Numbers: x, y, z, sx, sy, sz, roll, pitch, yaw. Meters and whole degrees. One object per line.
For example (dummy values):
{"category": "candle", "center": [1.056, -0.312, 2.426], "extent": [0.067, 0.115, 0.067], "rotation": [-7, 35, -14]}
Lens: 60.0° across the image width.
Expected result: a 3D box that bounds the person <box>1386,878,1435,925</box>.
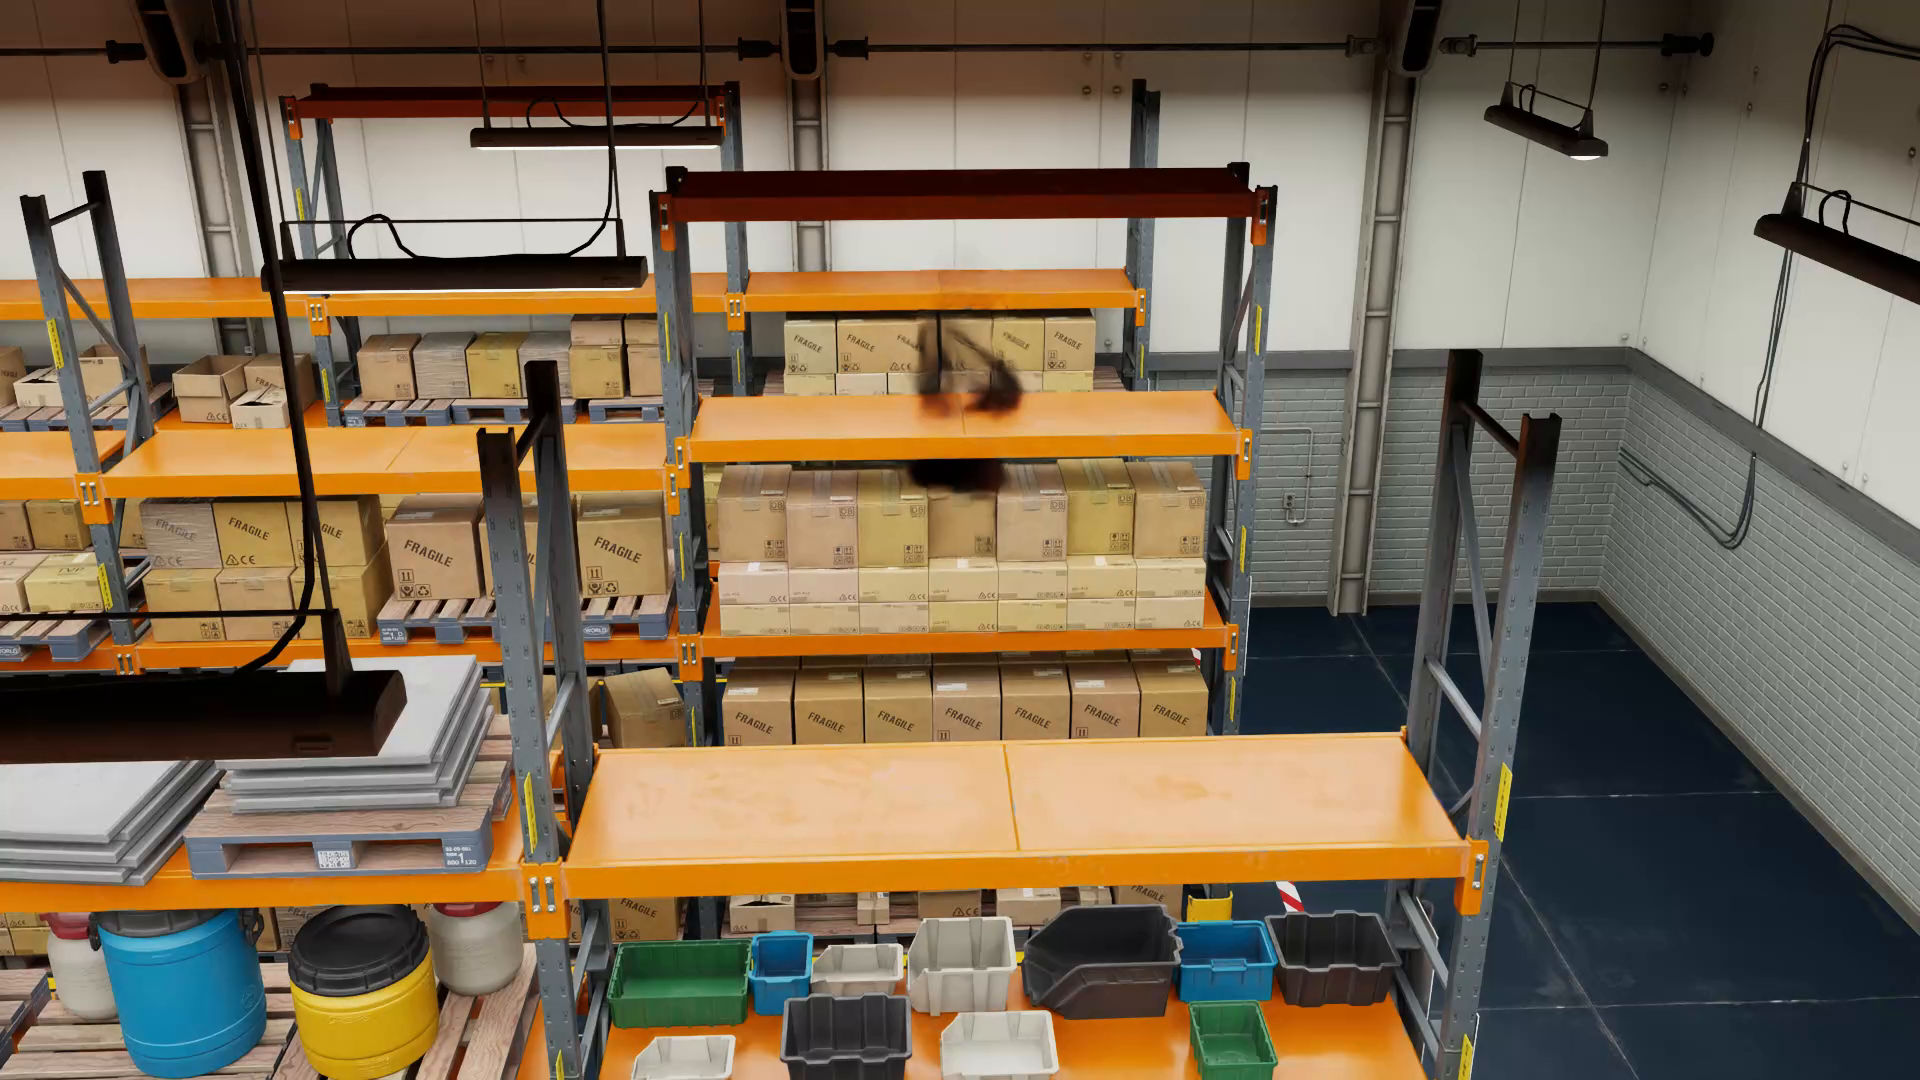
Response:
{"category": "person", "center": [3.468, 2.523, 12.883], "extent": [0.617, 1.638, 0.748], "rotation": [18, 28, 37]}
